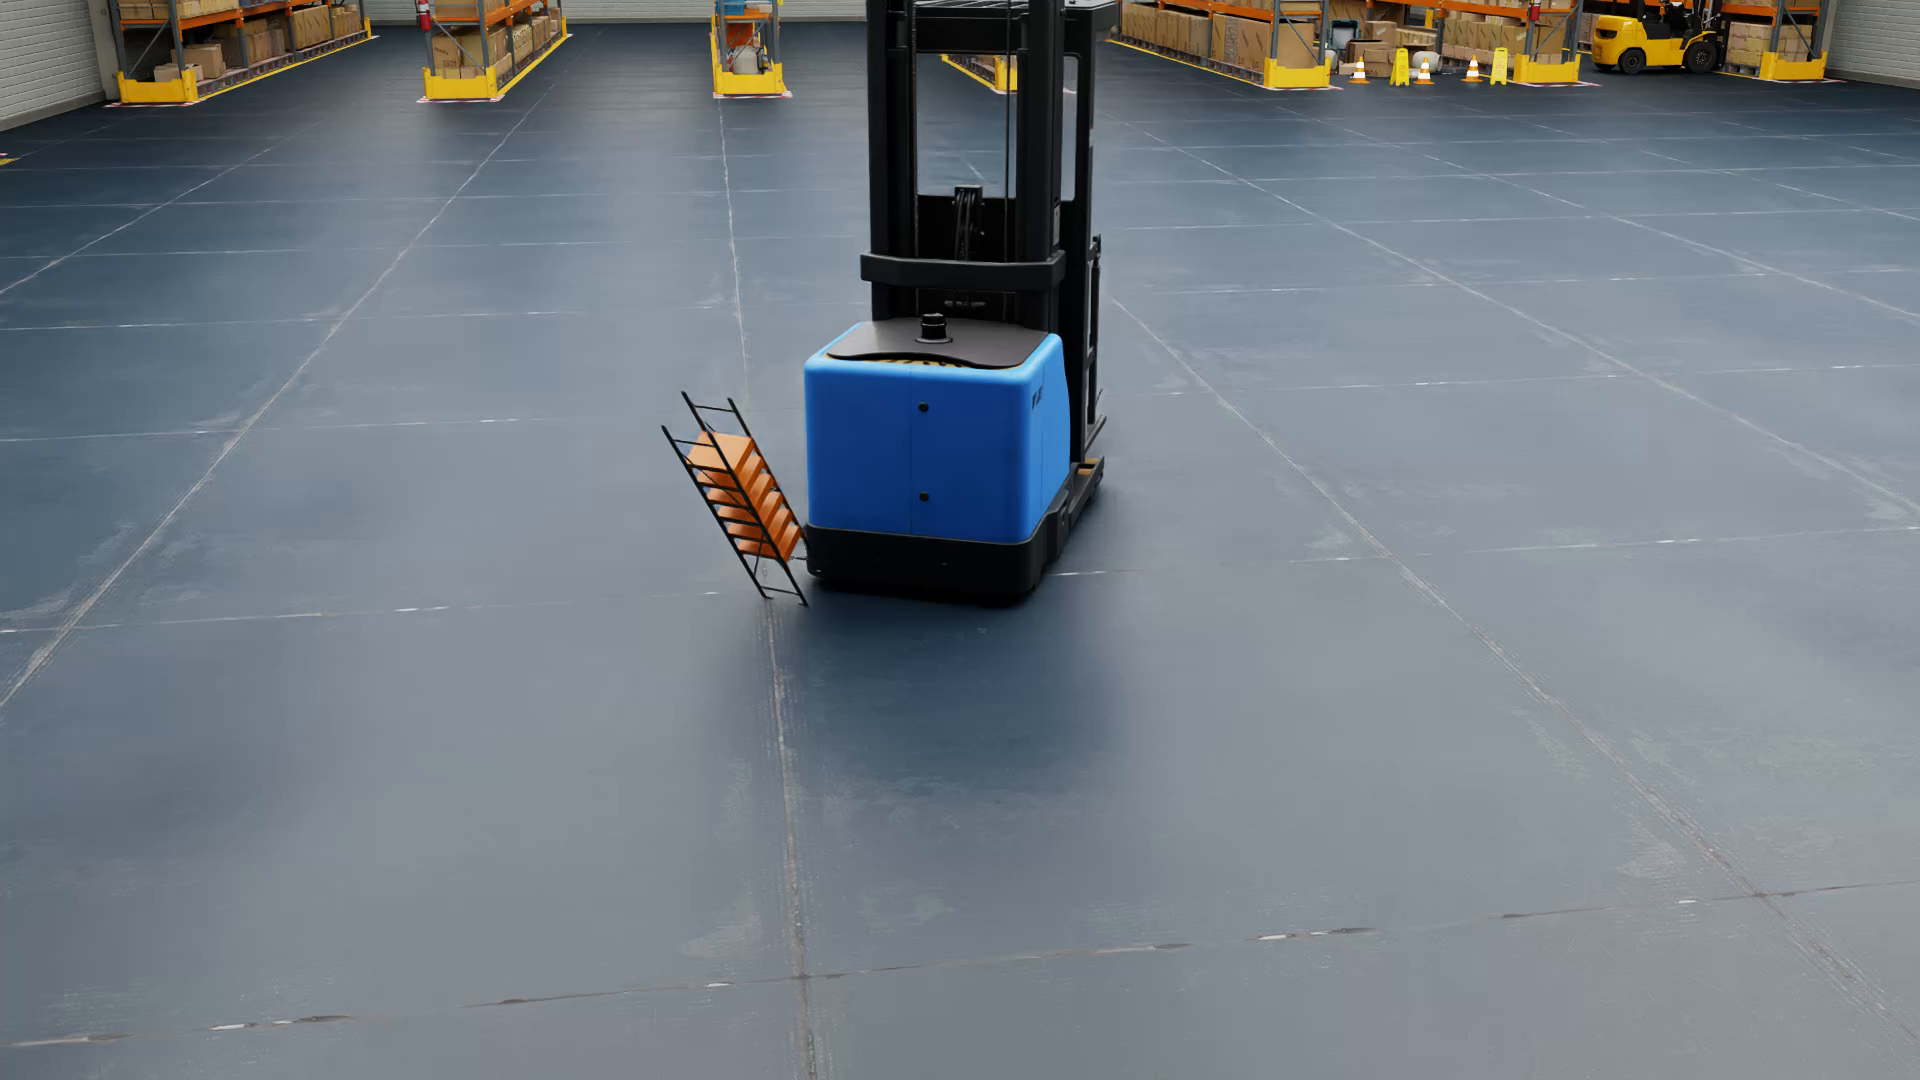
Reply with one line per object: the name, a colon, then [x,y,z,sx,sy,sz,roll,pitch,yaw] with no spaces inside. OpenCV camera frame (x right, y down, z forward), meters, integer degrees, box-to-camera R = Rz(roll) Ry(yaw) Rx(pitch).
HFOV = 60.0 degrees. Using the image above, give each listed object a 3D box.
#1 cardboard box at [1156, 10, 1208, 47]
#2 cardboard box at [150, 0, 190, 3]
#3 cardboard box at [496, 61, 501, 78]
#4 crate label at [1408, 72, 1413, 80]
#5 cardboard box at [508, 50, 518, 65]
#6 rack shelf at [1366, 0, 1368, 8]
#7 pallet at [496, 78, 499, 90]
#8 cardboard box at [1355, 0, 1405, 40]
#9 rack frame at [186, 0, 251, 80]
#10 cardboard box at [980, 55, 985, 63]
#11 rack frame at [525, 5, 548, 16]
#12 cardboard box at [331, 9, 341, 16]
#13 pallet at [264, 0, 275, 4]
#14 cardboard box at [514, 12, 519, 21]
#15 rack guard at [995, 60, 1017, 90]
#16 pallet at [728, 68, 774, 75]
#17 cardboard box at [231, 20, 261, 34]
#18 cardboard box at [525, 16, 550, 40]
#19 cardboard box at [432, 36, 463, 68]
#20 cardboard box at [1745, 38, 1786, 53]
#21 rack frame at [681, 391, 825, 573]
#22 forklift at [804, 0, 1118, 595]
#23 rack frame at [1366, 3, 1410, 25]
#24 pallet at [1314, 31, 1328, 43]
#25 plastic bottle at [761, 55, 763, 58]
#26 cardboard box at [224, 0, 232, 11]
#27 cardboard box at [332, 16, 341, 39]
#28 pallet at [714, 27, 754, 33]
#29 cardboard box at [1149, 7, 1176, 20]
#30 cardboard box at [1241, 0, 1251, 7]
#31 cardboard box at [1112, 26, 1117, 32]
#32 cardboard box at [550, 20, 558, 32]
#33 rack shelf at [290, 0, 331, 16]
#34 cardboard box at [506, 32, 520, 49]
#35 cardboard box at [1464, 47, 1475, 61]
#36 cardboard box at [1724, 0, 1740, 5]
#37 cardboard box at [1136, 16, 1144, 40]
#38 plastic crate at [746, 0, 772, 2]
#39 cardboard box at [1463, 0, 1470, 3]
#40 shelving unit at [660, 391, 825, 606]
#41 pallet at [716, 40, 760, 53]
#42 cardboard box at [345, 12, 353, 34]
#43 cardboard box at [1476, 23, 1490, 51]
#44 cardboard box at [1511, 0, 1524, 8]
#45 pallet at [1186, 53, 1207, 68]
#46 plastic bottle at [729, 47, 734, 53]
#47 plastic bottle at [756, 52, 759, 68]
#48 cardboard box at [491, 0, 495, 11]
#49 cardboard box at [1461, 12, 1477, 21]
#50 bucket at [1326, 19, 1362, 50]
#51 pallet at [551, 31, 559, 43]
cardboard box: [5.008,-11.435,37.161,1.050,0.750,0.750,-3,21,-8]
cardboard box: [-13.237,-9.244,27.794,0.500,0.500,0.500,-3,21,-8]
cardboard box: [-8.569,-8.476,29.953,0.500,0.250,0.500,-3,21,-8]
crate label: [8.483,-8.861,31.745,0.250,0.136,0.298,-15,25,-35]
cardboard box: [-8.954,-9.470,32.614,0.500,0.250,0.500,-3,21,-9]
rack shelf: [9.604,-13.148,40.160,1.077,0.370,4.000,-3,21,-8]
pallet: [-8.716,-7.981,29.283,1.003,0.211,1.213,-3,21,-8]
cardboard box: [9.875,-12.237,39.130,0.875,0.875,0.875,-3,21,-8]
rack frame: [-14.042,-10.158,31.127,1.000,3.000,0.127,-3,21,-8]
cardboard box: [0.681,-9.793,33.121,0.500,0.500,0.500,-4,21,-9]
rack frame: [-10.294,-13.179,39.216,1.000,3.000,0.127,-3,21,-8]
cardboard box: [-15.070,-12.650,39.843,0.380,0.149,0.250,-2,21,-6]
pallet: [-14.293,-10.770,33.039,1.003,0.211,1.213,-3,21,-8]
cardboard box: [-10.248,-11.866,37.571,0.500,0.250,0.500,-3,21,-9]
rack guard: [1.228,-8.378,29.934,1.175,0.500,0.348,-3,21,-8]
pallet: [-4.004,-8.694,31.191,1.003,0.211,1.213,-3,21,-8]
cardboard box: [-14.364,-10.305,33.391,0.500,0.250,0.500,-3,21,-8]
cardboard box: [-9.939,-12.058,39.157,0.500,0.500,0.500,-3,21,-8]
cardboard box: [-8.936,-8.455,28.825,0.500,0.500,0.500,-3,21,-8]
cardboard box: [15.578,-9.570,32.167,0.500,0.250,0.500,-3,21,-8]
rack frame: [-0.866,-0.225,7.102,0.240,1.200,0.006,10,57,24]
forklift: [0.156,-1.612,8.343,1.130,2.935,3.031,5,21,13]
rack frame: [9.893,-12.793,38.180,1.000,3.000,0.127,-3,21,-8]
pallet: [9.502,-12.608,41.671,1.003,0.211,1.213,-3,21,-8]
plastic bottle: [-3.708,-9.068,31.478,0.097,0.271,0.097,0,20,0]
cardboard box: [-13.610,-9.776,30.289,0.500,0.250,0.500,-3,21,-8]
cardboard box: [-15.202,-12.218,39.614,0.700,0.500,0.500,-3,21,-7]
pallet: [-5.888,-13.219,43.307,1.003,0.211,1.213,-3,21,-8]
cardboard box: [4.651,-12.108,38.249,0.500,0.250,0.500,-3,21,-9]
cardboard box: [5.889,-10.505,31.842,0.875,0.550,0.500,-3,21,-8]
cardboard box: [4.039,-12.873,41.869,0.380,0.149,0.250,-3,21,-7]
cardboard box: [-10.441,-12.976,41.972,0.500,0.250,0.500,-3,21,-8]
rack shelf: [-14.907,-11.899,36.815,1.077,0.370,4.000,-3,21,-8]
cardboard box: [-9.021,-9.910,32.990,0.500,0.311,0.500,-3,21,-8]
cardboard box: [10.454,-9.731,33.311,0.500,0.250,0.500,-3,21,-8]
cardboard box: [15.486,-10.836,32.798,0.500,0.500,0.500,-3,21,-9]
cardboard box: [4.492,-12.111,39.326,0.500,0.500,0.500,-4,21,-10]
plastic crate: [-3.810,-10.219,31.502,0.499,0.251,0.616,-3,21,-8]
cardboard box: [10.355,-10.902,33.477,0.380,0.149,0.250,-2,21,-6]
shelving unit: [-0.899,-0.153,7.057,0.258,1.200,0.189,10,57,24]
pallet: [-5.143,-11.429,38.515,1.003,0.211,1.213,-3,21,-8]
cardboard box: [-15.427,-12.754,41.050,0.700,0.500,0.500,-4,21,-10]
cardboard box: [10.528,-9.902,32.700,0.500,0.500,0.500,-3,21,-9]
cardboard box: [10.634,-10.106,31.346,0.380,0.149,0.250,-3,21,-8]
pallet: [5.400,-10.080,34.903,1.003,0.211,1.213,-3,21,-8]
plastic bottle: [-4.390,-9.330,32.067,0.144,0.351,0.185,-3,21,-8]
plastic bottle: [-3.872,-9.143,31.662,0.061,0.283,0.133,-3,21,-8]
cardboard box: [-8.920,-9.947,30.418,0.700,0.500,0.500,-3,21,-7]
cardboard box: [10.322,-10.529,33.451,0.380,0.149,0.250,-2,21,-6]
bucket: [7.886,-10.371,34.202,0.726,0.611,0.620,4,11,11]
pallet: [-10.571,-12.534,41.474,1.003,0.211,1.213,-3,21,-8]
